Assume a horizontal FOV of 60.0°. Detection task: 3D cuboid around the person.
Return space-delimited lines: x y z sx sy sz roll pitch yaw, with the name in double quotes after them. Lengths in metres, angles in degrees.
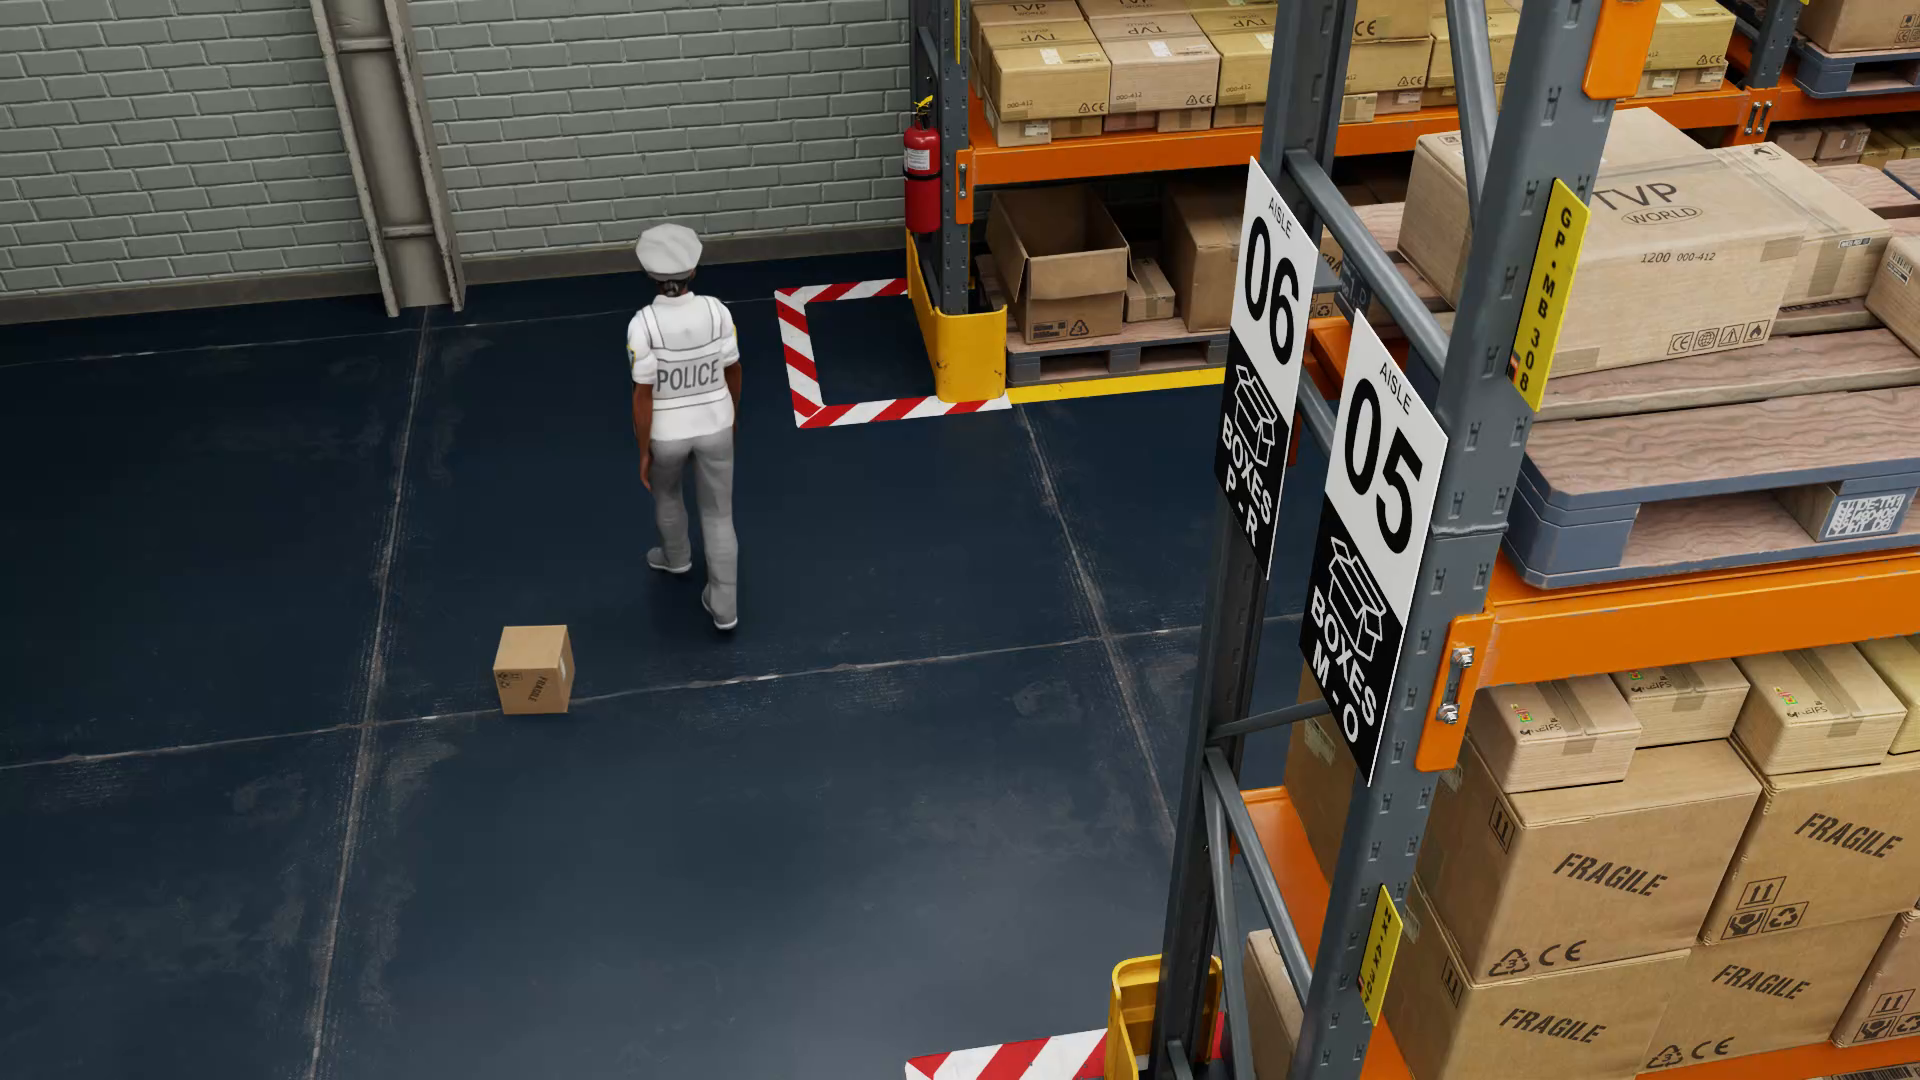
-1.083 -0.427 6.693 0.477 1.697 0.697 -12 40 -14 "person"
